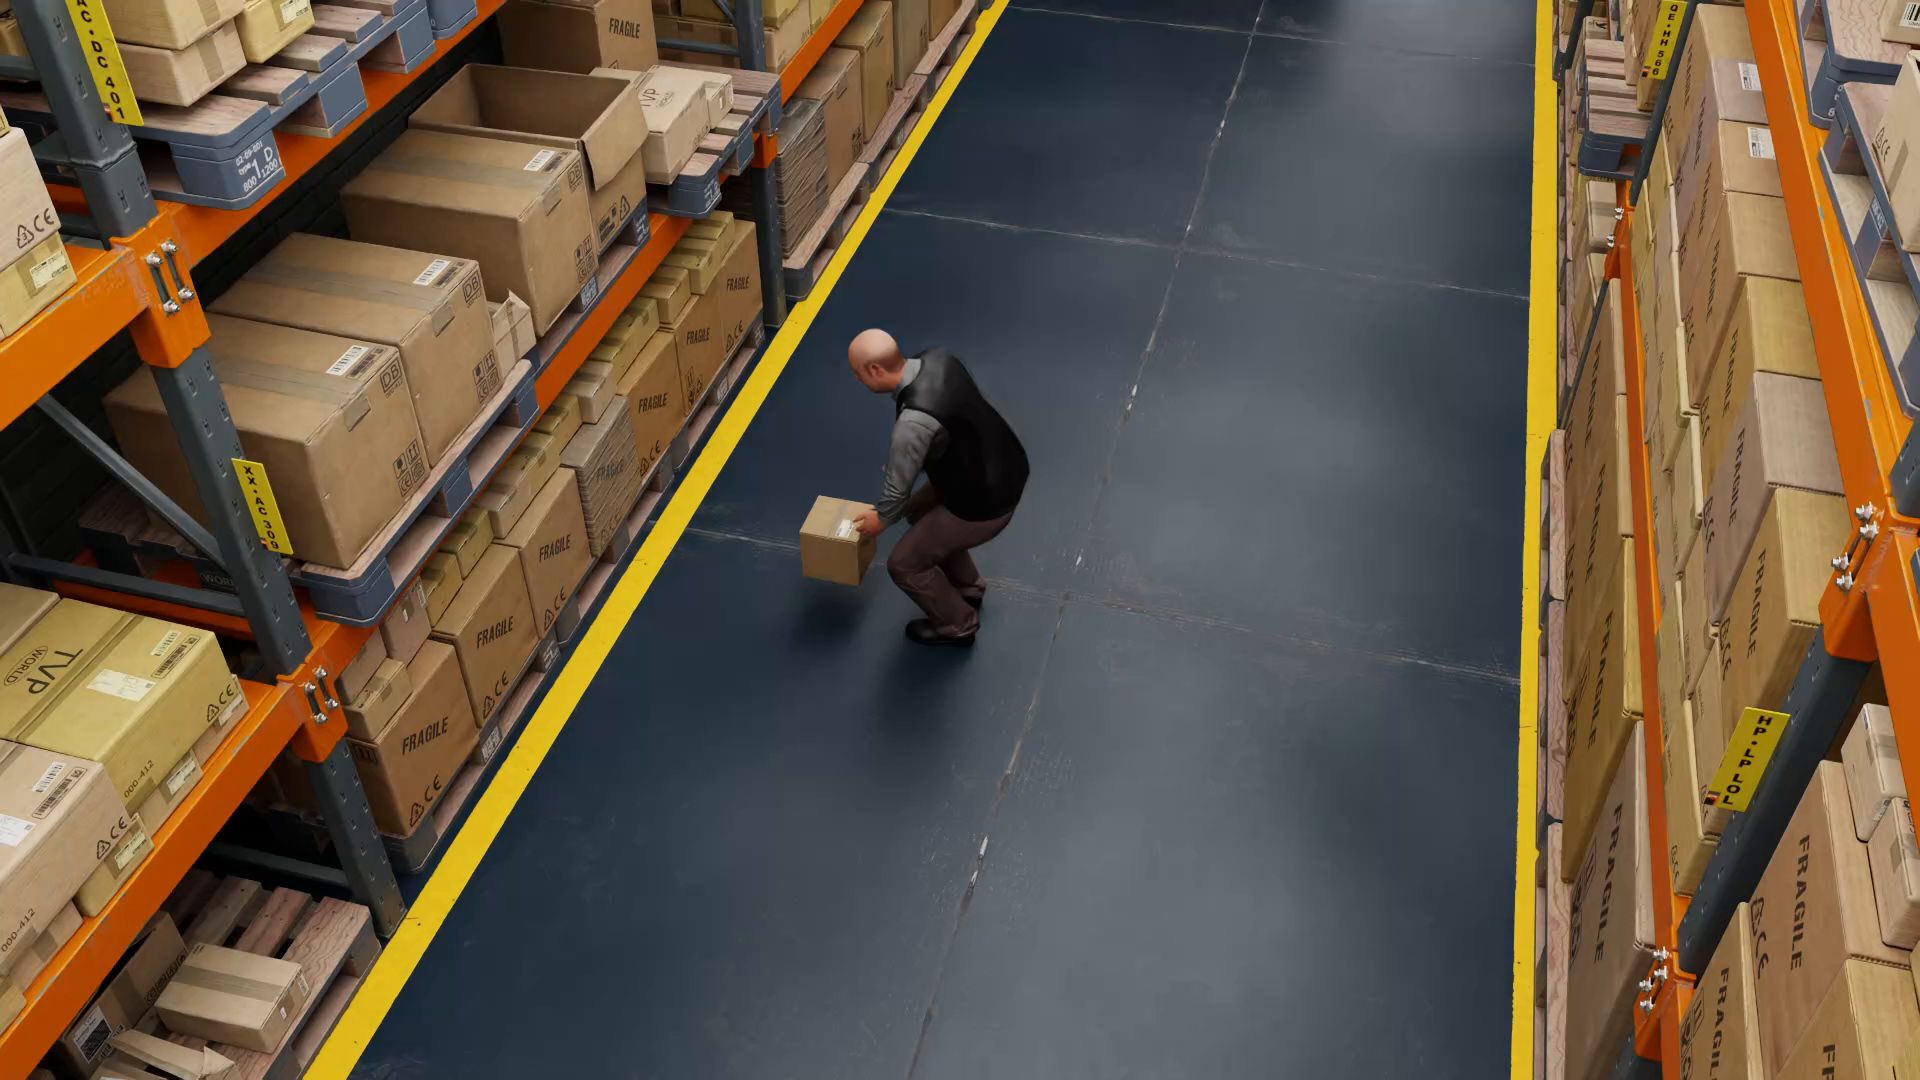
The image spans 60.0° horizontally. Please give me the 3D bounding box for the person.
[{"bbox_3d":[-0.086,-0.143,6.669,0.689,1.303,0.591,10,42,12],"label":"person"}]
